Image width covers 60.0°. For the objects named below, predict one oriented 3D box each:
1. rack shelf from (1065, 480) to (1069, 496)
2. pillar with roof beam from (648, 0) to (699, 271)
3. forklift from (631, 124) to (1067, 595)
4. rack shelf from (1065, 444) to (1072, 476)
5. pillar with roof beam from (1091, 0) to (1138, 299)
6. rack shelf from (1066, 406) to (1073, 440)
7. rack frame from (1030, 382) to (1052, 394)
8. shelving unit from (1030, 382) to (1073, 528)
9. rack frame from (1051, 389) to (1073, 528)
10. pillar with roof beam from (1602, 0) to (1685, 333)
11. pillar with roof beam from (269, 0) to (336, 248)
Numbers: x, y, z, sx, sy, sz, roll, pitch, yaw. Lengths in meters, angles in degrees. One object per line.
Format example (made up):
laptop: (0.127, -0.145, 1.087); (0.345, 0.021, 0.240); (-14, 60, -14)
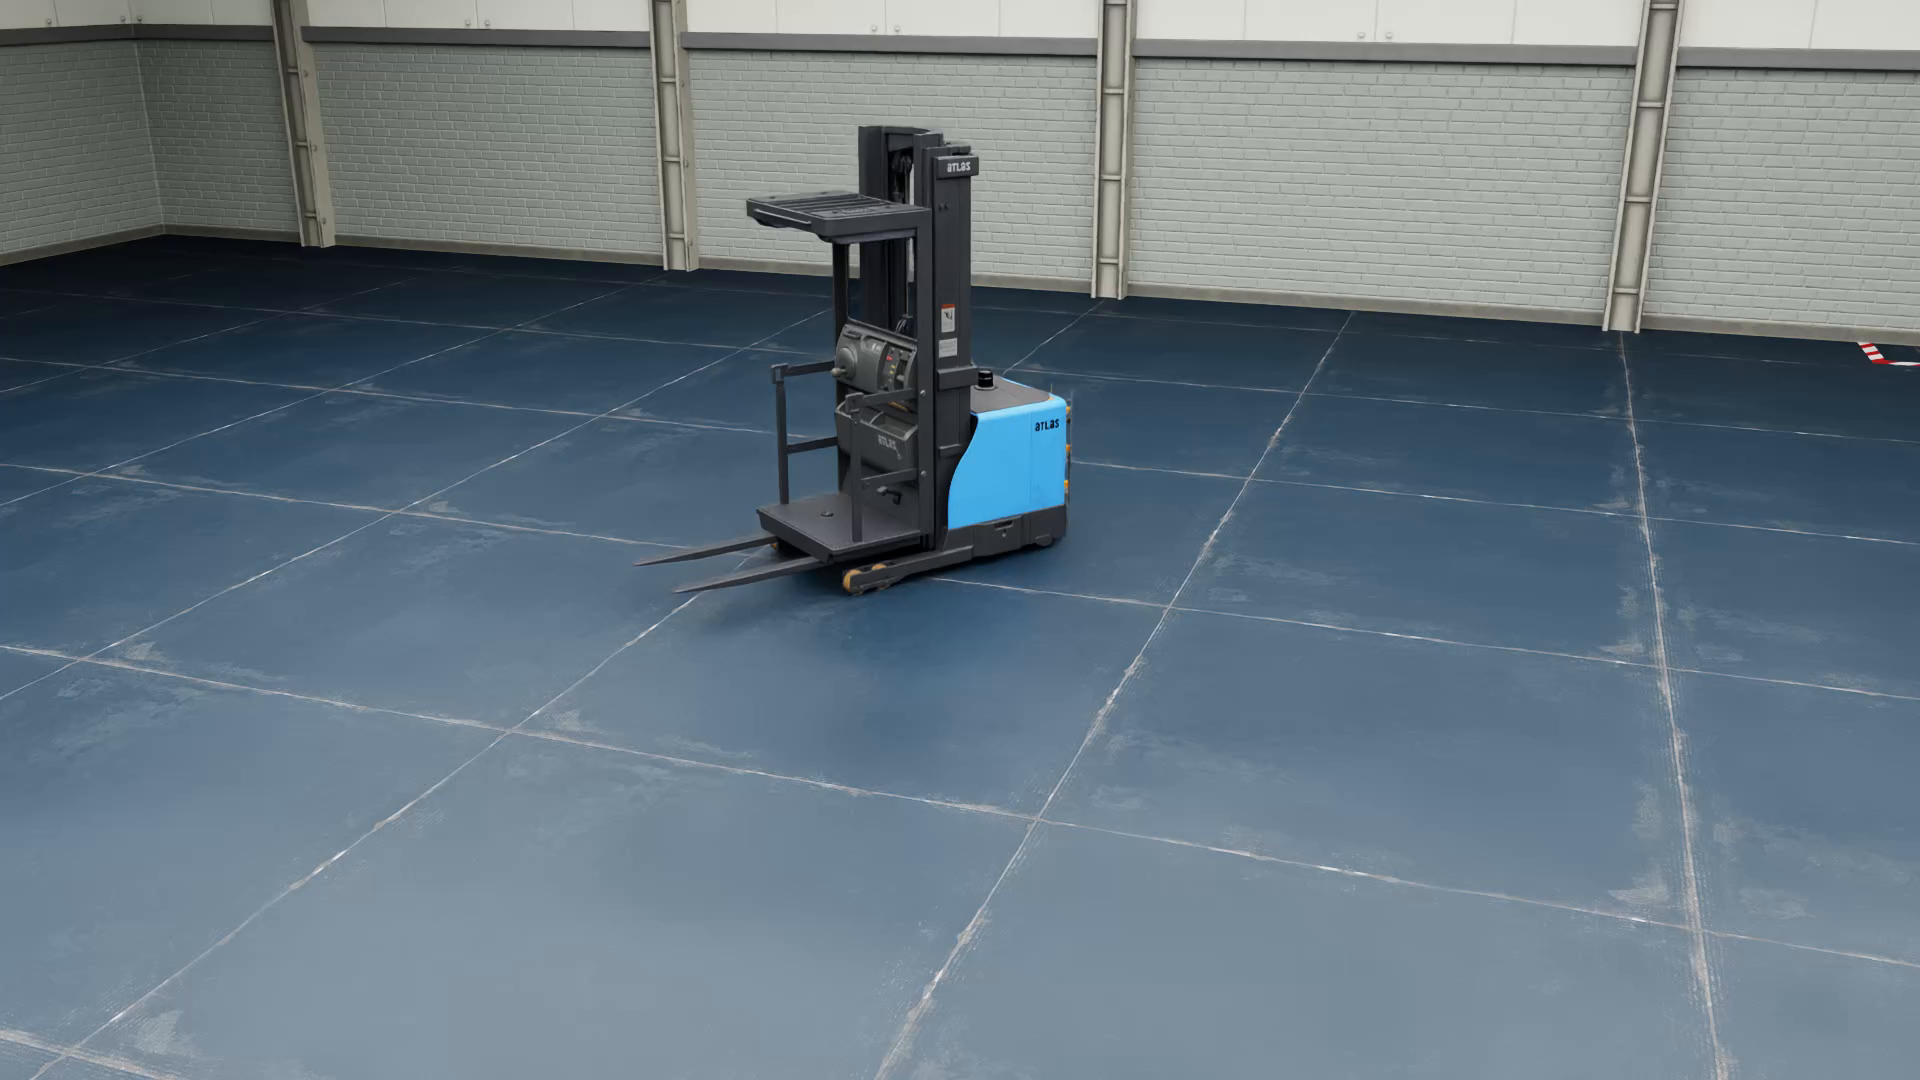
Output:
rack shelf: (0.663, -0.336, 12.323); (0.215, 0.259, 0.240); (-13, 23, -32)
pillar with roof beam: (-5.209, -6.613, 17.376); (0.400, 9.000, 9.100); (7, 20, 18)
forklift: (-0.739, -1.217, 11.113); (3.031, 2.935, 1.130); (-13, 23, -32)
rack shelf: (0.663, -0.599, 12.231); (0.215, 0.259, 0.240); (-13, 23, -32)
pillar with roof beam: (0.459, -5.965, 15.517); (0.400, 9.000, 9.100); (7, 20, 18)
rack shelf: (0.664, -0.867, 12.138); (0.215, 0.259, 0.240); (-13, 23, -32)
rack frame: (0.594, -0.642, 12.323); (0.200, 1.050, 0.008); (-13, 23, -32)
shelving unit: (0.663, -0.609, 12.228); (0.215, 1.050, 0.252); (-13, 23, -32)
rack frame: (0.733, -0.576, 12.133); (0.200, 1.050, 0.008); (-13, 23, -32)
pillar with roof beam: (6.126, -5.317, 13.657); (0.400, 9.000, 9.100); (7, 20, 18)
pillar with roof beam: (-10.877, -7.261, 19.235); (0.400, 9.000, 9.100); (7, 20, 18)
